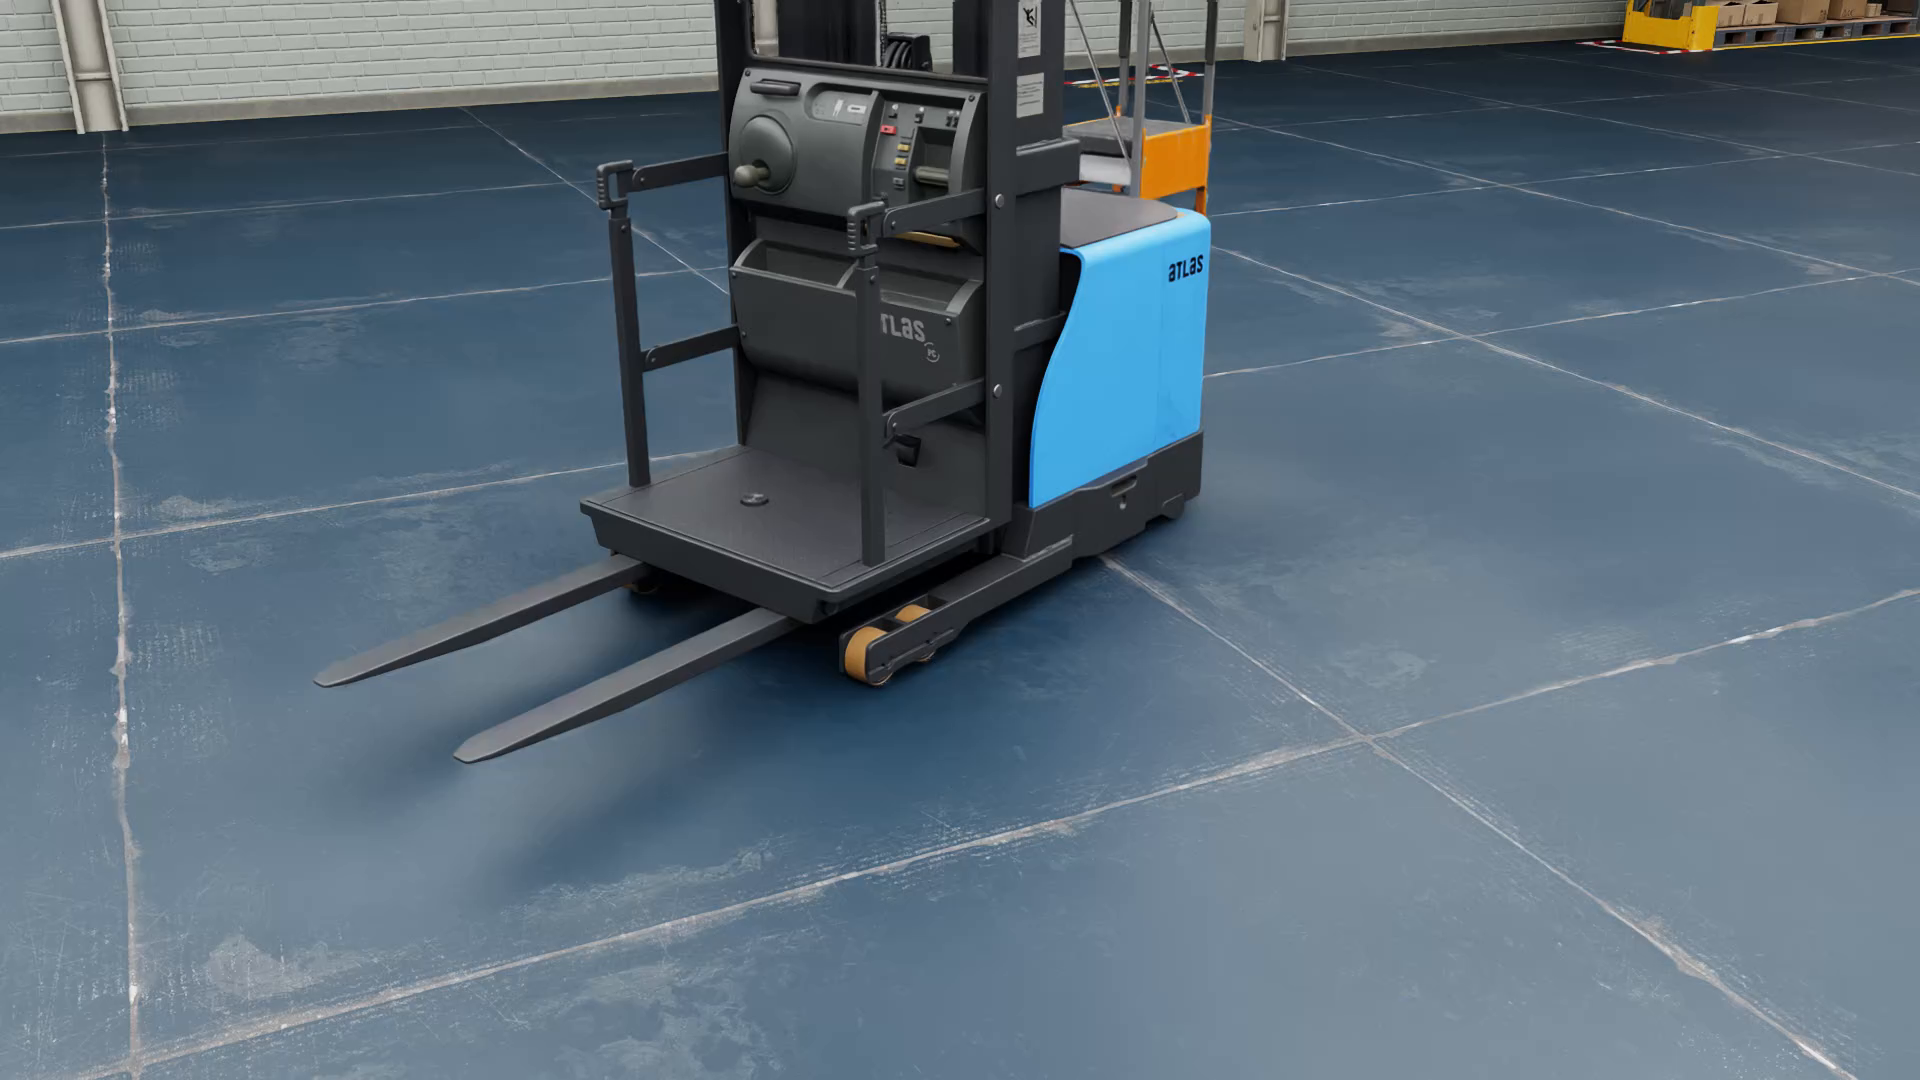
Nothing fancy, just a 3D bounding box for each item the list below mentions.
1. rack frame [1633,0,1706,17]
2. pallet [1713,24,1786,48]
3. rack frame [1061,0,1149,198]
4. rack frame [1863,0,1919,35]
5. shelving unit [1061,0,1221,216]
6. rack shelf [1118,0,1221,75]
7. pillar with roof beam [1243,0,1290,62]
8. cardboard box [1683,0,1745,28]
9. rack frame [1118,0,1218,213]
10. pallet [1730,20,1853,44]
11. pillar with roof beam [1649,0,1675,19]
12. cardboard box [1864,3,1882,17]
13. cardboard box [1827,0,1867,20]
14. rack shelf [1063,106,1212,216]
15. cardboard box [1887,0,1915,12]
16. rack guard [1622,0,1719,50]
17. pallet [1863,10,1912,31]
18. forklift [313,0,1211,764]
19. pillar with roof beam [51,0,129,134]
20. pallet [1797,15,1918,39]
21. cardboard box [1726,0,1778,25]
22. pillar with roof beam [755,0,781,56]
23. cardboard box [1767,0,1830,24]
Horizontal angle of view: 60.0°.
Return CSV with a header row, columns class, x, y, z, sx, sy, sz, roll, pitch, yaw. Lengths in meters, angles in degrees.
class,x,y,z,sx,sy,sz,roll,pitch,yaw
rack frame,8.629,-7.470,19.875,0.127,3.000,1.000,-10,25,-24
pallet,9.445,-6.317,20.735,1.213,0.211,1.003,-10,25,-24
rack frame,0.476,-1.254,6.013,0.400,2.100,0.015,16,26,34
rack frame,12.234,-8.134,21.478,0.127,3.000,1.000,-10,25,-24
shelving unit,0.622,-1.325,6.194,0.431,2.100,0.503,16,26,34
rack shelf,0.629,-1.962,5.940,0.431,0.518,0.480,16,26,34
pillar with roof beam,5.346,-8.178,13.740,0.400,9.000,9.100,-10,25,-24
cardboard box,9.292,-6.515,20.508,0.500,0.311,0.500,-14,26,-30
rack frame,0.769,-1.396,6.376,0.400,2.100,0.015,16,26,34
pallet,10.543,-6.518,21.220,1.213,0.211,1.003,-10,25,-24
pillar with roof beam,10.752,-9.173,16.144,0.400,9.000,9.100,-10,25,-24
cardboard box,11.765,-6.929,21.697,0.250,0.166,0.380,-14,26,-30
cardboard box,11.316,-6.996,21.423,0.500,0.500,0.500,-12,26,-28
rack shelf,0.622,-1.312,6.199,0.431,0.518,0.480,16,26,34
cardboard box,12.890,-7.310,22.181,0.500,0.500,0.700,-10,24,-22
rack guard,8.698,-6.328,20.384,0.348,0.500,1.175,-10,25,-24
pallet,12.935,-6.975,22.325,1.213,0.211,1.003,-10,25,-24
forklift,-0.456,-1.154,4.706,1.130,2.935,3.031,17,28,36
pillar with roof beam,-5.467,-6.187,8.931,0.400,9.000,9.100,-10,25,-24
pallet,11.644,-6.722,21.713,1.213,0.211,1.003,-10,25,-24
cardboard box,9.806,-6.610,20.736,0.500,0.311,0.500,-8,24,-19
pillar with roof beam,-0.061,-7.182,11.336,0.400,9.000,9.100,-10,25,-24
cardboard box,10.488,-6.802,20.952,0.500,0.500,0.700,-12,25,-27
